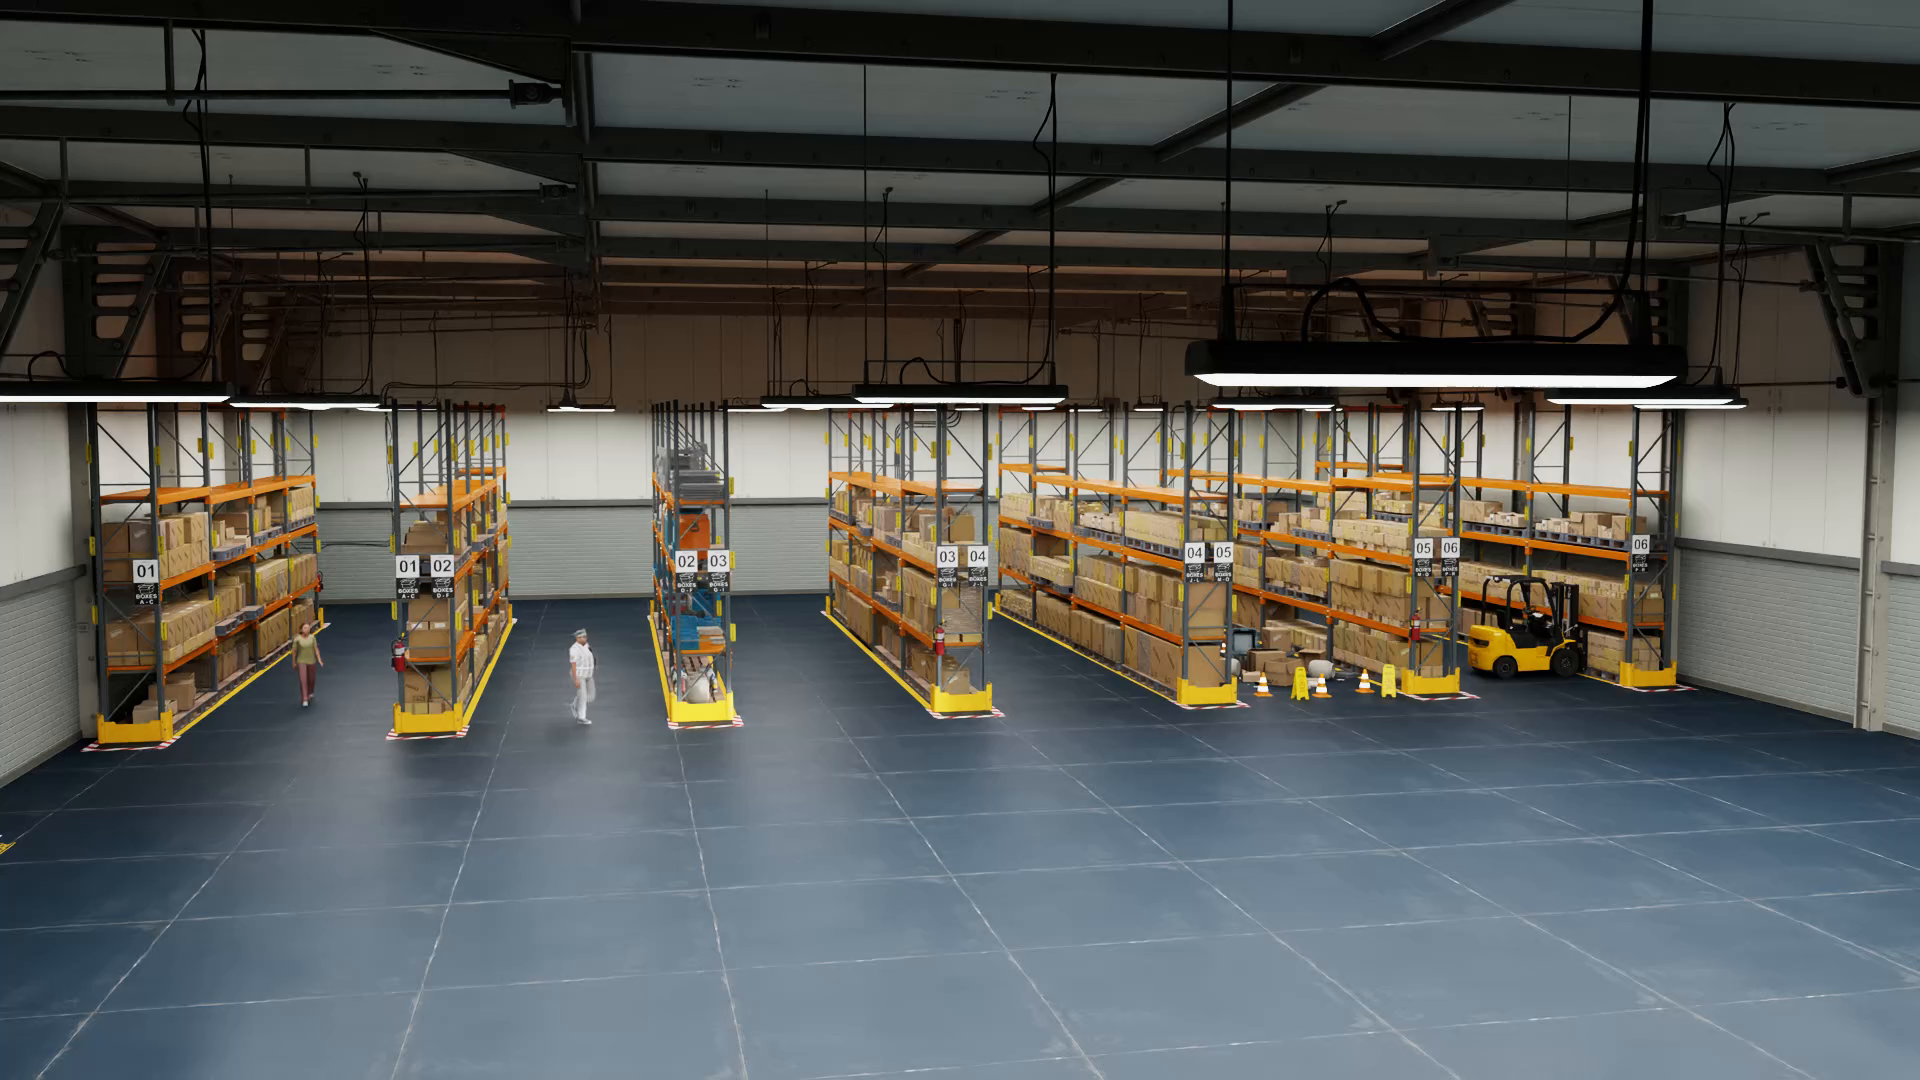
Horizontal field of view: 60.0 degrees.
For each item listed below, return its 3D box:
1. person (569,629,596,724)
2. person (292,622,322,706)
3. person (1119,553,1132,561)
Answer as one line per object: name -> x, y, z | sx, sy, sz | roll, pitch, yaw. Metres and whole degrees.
person -> -7.048, 2.504, 30.786 | 0.643, 1.756, 0.539 | 3, 5, 30
person -> -12.889, 2.420, 32.818 | 0.542, 1.622, 1.033 | -2, 5, -27
person -> 5.238, 0.856, 52.621 | 0.468, 1.792, 0.563 | -3, 5, -32
